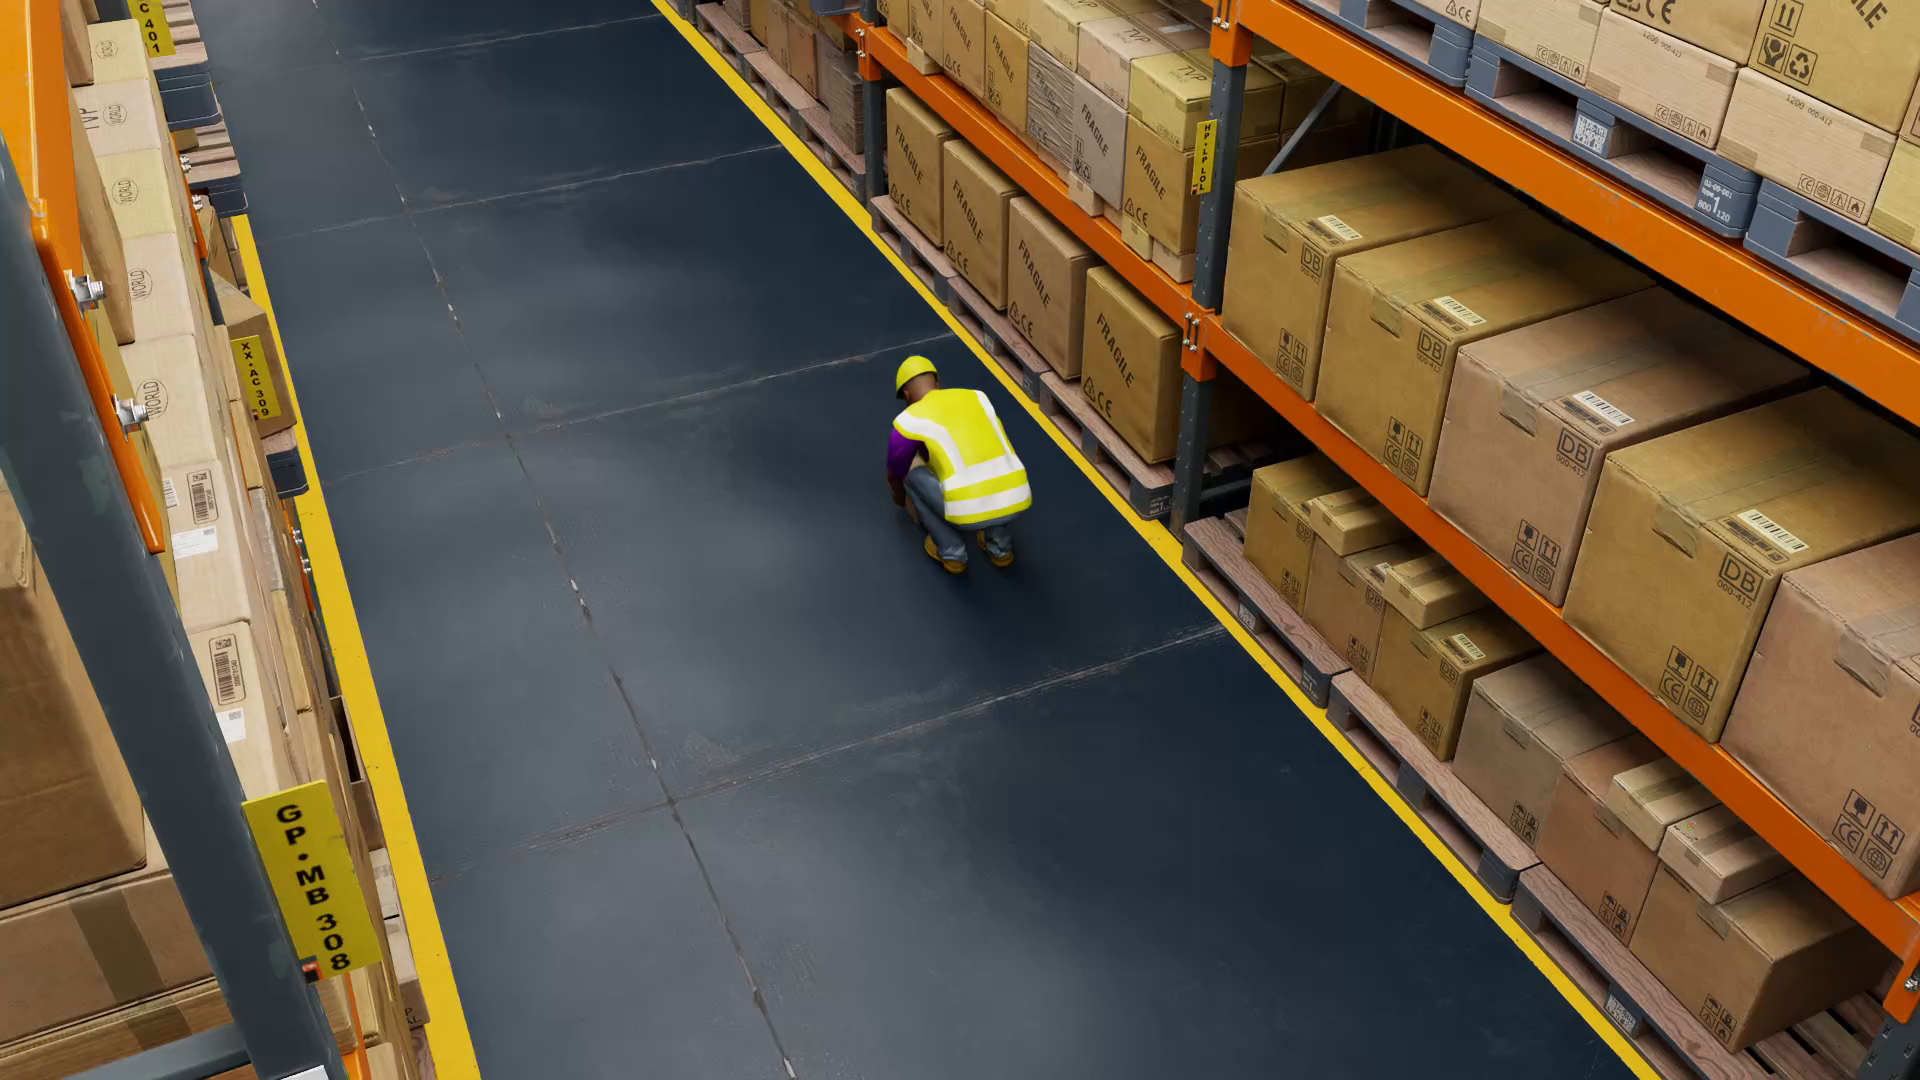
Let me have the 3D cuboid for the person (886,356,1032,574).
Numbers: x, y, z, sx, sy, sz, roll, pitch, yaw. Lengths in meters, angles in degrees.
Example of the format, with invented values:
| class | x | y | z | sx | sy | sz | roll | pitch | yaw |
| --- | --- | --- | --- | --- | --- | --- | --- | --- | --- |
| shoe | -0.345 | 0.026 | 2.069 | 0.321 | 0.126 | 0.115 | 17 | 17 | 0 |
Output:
| class | x | y | z | sx | sy | sz | roll | pitch | yaw |
| --- | --- | --- | --- | --- | --- | --- | --- | --- | --- |
| person | -0.040 | -0.335 | 8.001 | 0.567 | 0.903 | 0.896 | -16 | 40 | -20 |
